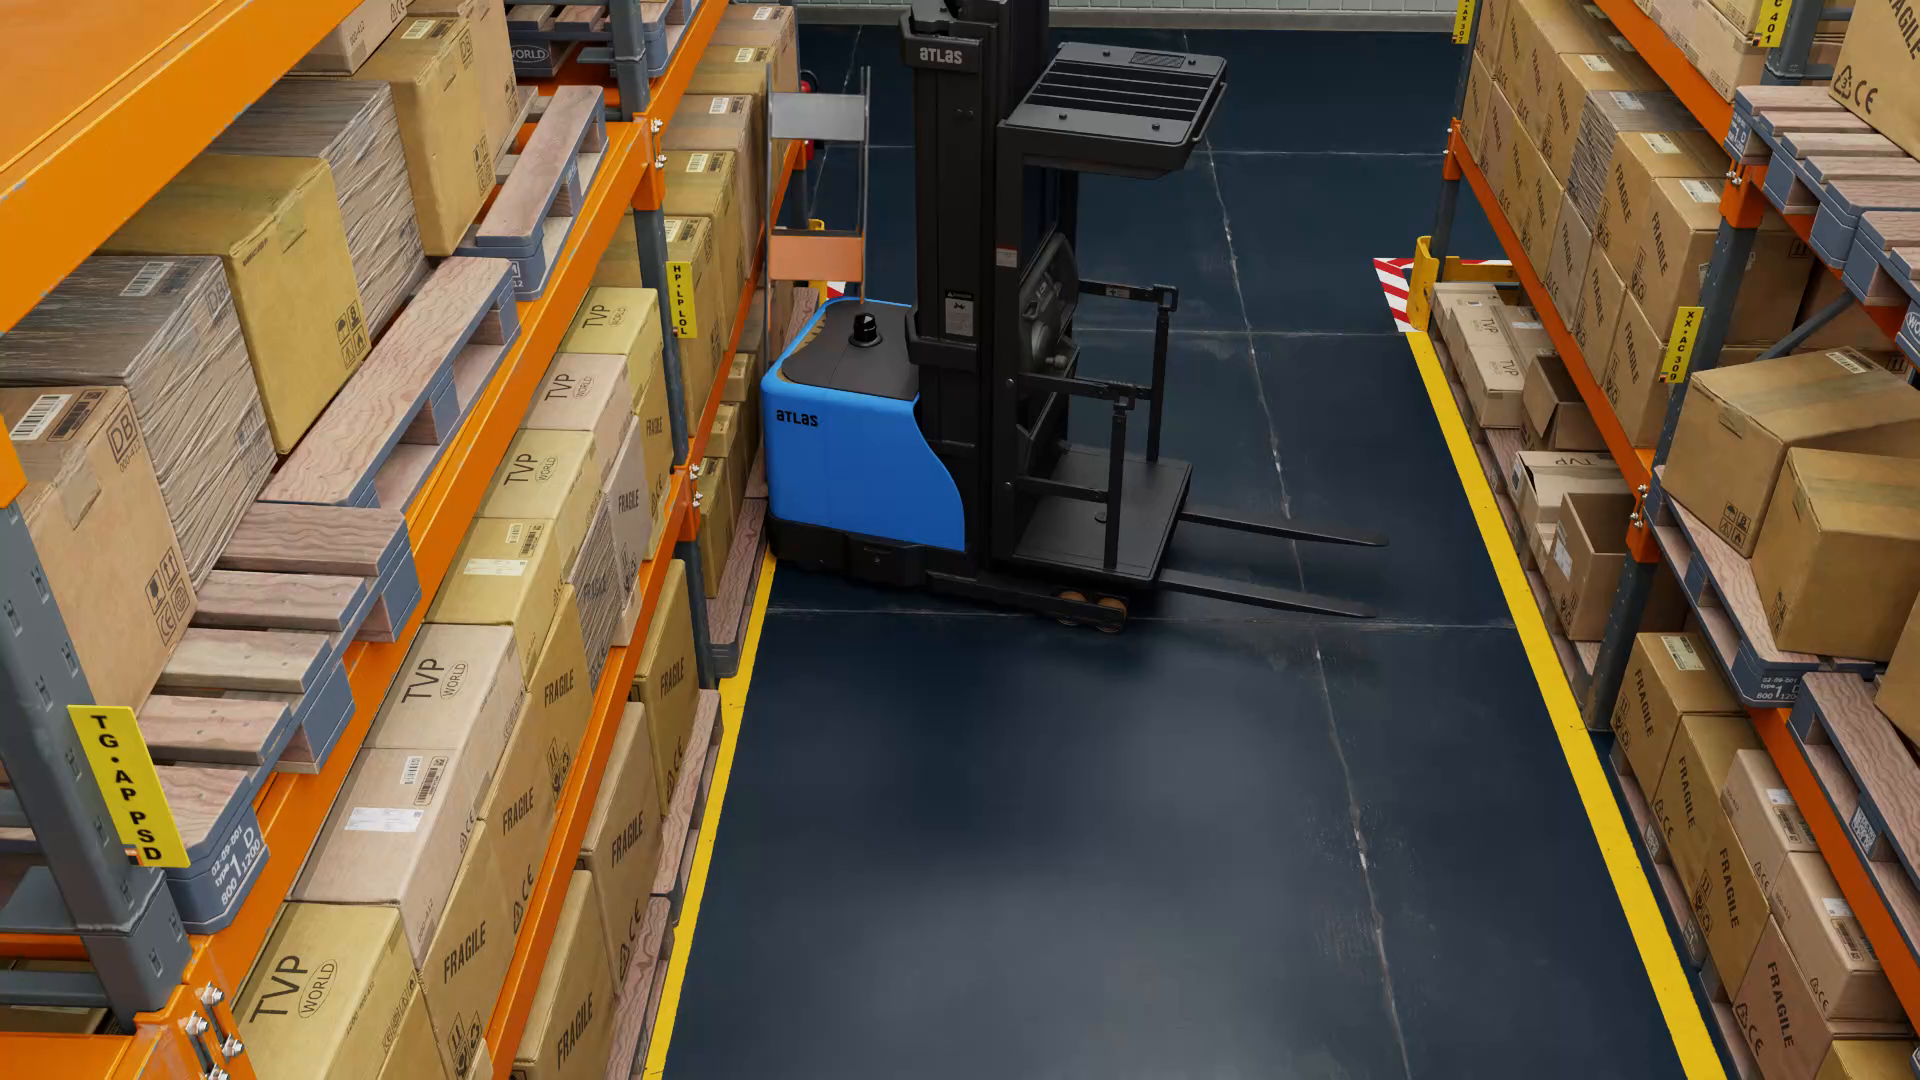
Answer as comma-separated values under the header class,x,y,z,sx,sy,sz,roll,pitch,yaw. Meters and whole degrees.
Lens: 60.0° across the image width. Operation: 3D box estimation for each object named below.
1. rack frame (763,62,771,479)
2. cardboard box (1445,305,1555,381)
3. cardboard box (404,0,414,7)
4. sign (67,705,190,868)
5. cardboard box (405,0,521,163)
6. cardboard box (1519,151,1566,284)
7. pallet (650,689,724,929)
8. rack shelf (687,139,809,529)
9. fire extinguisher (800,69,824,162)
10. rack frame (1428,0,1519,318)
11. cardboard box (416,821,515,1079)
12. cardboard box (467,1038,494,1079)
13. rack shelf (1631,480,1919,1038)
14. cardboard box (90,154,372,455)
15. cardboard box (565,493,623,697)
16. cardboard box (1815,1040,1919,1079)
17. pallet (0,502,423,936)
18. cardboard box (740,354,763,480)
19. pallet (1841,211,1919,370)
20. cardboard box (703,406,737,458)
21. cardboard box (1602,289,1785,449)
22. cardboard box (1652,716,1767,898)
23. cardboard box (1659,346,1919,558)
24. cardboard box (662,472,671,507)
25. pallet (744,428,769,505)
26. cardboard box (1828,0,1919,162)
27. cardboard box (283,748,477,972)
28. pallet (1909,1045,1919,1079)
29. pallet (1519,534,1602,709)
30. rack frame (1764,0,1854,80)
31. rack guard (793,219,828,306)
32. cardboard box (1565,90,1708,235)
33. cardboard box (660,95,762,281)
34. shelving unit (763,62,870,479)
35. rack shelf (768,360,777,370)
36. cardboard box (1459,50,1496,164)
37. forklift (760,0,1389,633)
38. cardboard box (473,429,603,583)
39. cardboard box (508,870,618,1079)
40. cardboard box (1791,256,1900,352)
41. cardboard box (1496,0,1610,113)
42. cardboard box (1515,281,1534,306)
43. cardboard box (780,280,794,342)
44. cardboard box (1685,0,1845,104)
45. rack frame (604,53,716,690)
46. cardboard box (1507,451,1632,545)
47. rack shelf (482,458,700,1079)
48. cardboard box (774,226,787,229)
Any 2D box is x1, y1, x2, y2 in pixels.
class,x,y,z,sx,sy,sz,roll,pitch,yaw
rack frame,-1.003,-1.387,8.633,0.015,2.100,0.400,0,15,-8
cardboard box,3.156,-1.147,9.727,0.500,0.250,0.500,1,35,2
cardboard box,-1.795,-1.751,4.849,0.500,0.250,0.500,4,35,5
sign,-1.248,0.374,2.496,0.100,0.325,0.005,1,35,2
cardboard box,-1.774,-1.444,5.063,0.700,0.500,0.500,0,35,-1
cardboard box,3.140,-1.605,8.284,0.500,0.500,0.500,2,35,3
pallet,-1.585,1.087,6.965,1.003,0.211,1.213,1,35,2
rack shelf,-1.549,-1.354,8.639,1.077,0.370,4.000,1,35,2
fire extinguisher,-1.001,-2.689,10.305,0.296,0.674,0.183,1,35,2
rack frame,3.481,-2.685,9.907,1.000,3.000,0.127,1,35,2
cardboard box,-1.484,1.055,4.223,0.500,0.500,0.500,2,35,3
cardboard box,-1.431,1.415,4.275,0.380,0.149,0.250,2,35,3
rack shelf,3.241,1.057,5.209,1.077,0.370,4.000,1,35,2
cardboard box,-1.824,-0.552,3.794,0.700,0.500,0.500,3,35,4
cardboard box,-1.435,0.183,5.464,0.500,0.500,0.500,1,35,2
cardboard box,2.984,1.914,5.155,0.500,0.500,0.500,0,35,0
pallet,-1.817,0.278,3.247,1.213,0.211,1.003,3,35,4
cardboard box,-1.450,-0.659,8.833,0.700,0.500,0.500,2,35,3
pallet,3.186,-0.568,4.450,1.213,0.211,1.003,1,35,2
cardboard box,-1.300,-0.533,8.090,0.380,0.149,0.250,2,35,3
cardboard box,3.085,-0.721,7.026,0.500,0.500,0.500,2,35,3
cardboard box,3.048,1.035,6.406,0.500,0.500,0.500,2,35,3
cardboard box,3.078,-0.332,6.108,0.700,0.500,0.500,-10,36,-14
cardboard box,-1.360,-0.204,6.578,0.380,0.149,0.250,2,35,2
pallet,-1.474,-0.496,9.218,1.003,0.211,1.213,1,35,2
cardboard box,3.227,-1.580,5.187,0.600,0.600,0.600,-2,35,-3
cardboard box,-1.493,0.758,3.993,0.500,0.250,0.500,1,35,1
pallet,3.117,1.599,3.979,1.213,0.211,1.003,1,35,2
pallet,3.349,0.360,8.000,1.003,0.211,1.213,1,35,2
rack frame,3.321,-2.841,4.912,1.000,3.000,0.127,1,35,2
rack guard,-1.467,-1.788,10.805,1.175,0.500,0.348,1,35,2
cardboard box,3.121,-1.717,7.574,0.500,0.500,0.500,2,35,2
cardboard box,-1.537,-1.770,8.345,0.980,0.700,0.700,0,35,0
shelving unit,-0.761,-1.387,8.668,0.503,2.100,0.431,0,15,-8
rack shelf,-0.789,-0.699,8.855,0.480,0.518,0.431,0,15,-8
cardboard box,3.200,-2.477,9.524,0.500,0.500,0.500,2,35,3
forklift,0.602,-1.093,7.702,3.031,2.935,1.130,10,36,14
cardboard box,-1.443,-0.116,5.236,0.500,0.250,0.500,2,35,3
cardboard box,-1.587,1.584,5.337,0.750,0.750,0.750,1,35,2
cardboard box,3.621,-1.101,6.697,0.500,0.500,0.500,2,35,3
cardboard box,3.187,-2.585,8.809,0.500,0.500,0.500,2,35,2
cardboard box,3.706,-1.524,10.047,0.500,0.500,0.500,1,35,2
cardboard box,-1.397,-1.542,10.089,0.700,0.500,0.500,1,35,2
cardboard box,3.075,-1.838,6.224,0.500,0.250,0.500,1,35,2
rack frame,-1.629,-0.499,6.797,1.000,3.000,0.127,1,35,2
cardboard box,3.090,-0.231,8.372,0.500,0.311,0.500,1,35,2
rack shelf,-1.709,0.944,5.369,1.077,0.370,4.000,1,35,2
cardboard box,-1.220,-1.729,9.792,0.380,0.149,0.250,1,35,1
